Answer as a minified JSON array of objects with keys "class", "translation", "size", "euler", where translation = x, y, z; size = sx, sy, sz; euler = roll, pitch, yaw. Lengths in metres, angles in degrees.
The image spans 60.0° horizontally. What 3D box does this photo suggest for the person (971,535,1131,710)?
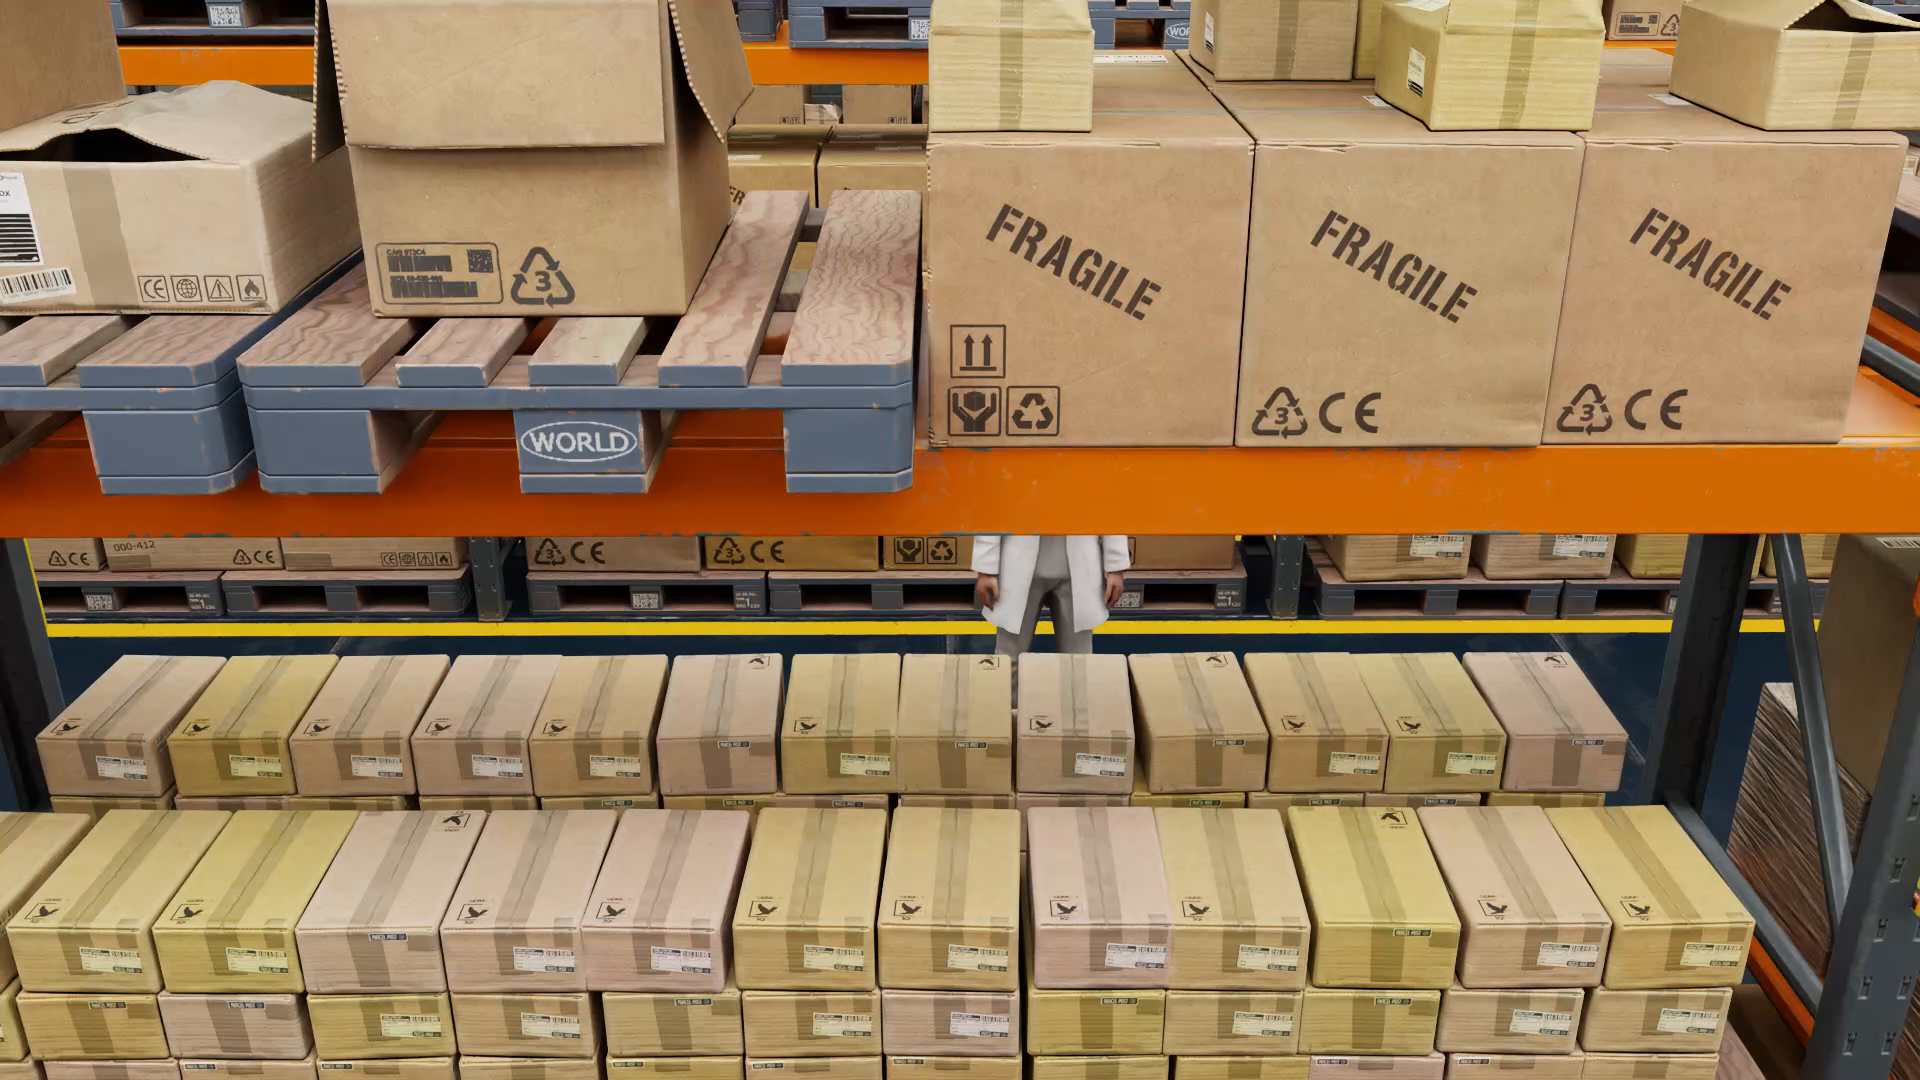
[{"class":"person","translation":[0.371,0.128,6.829],"size":[0.655,1.775,0.419],"euler":[-1,24,-3]}]
